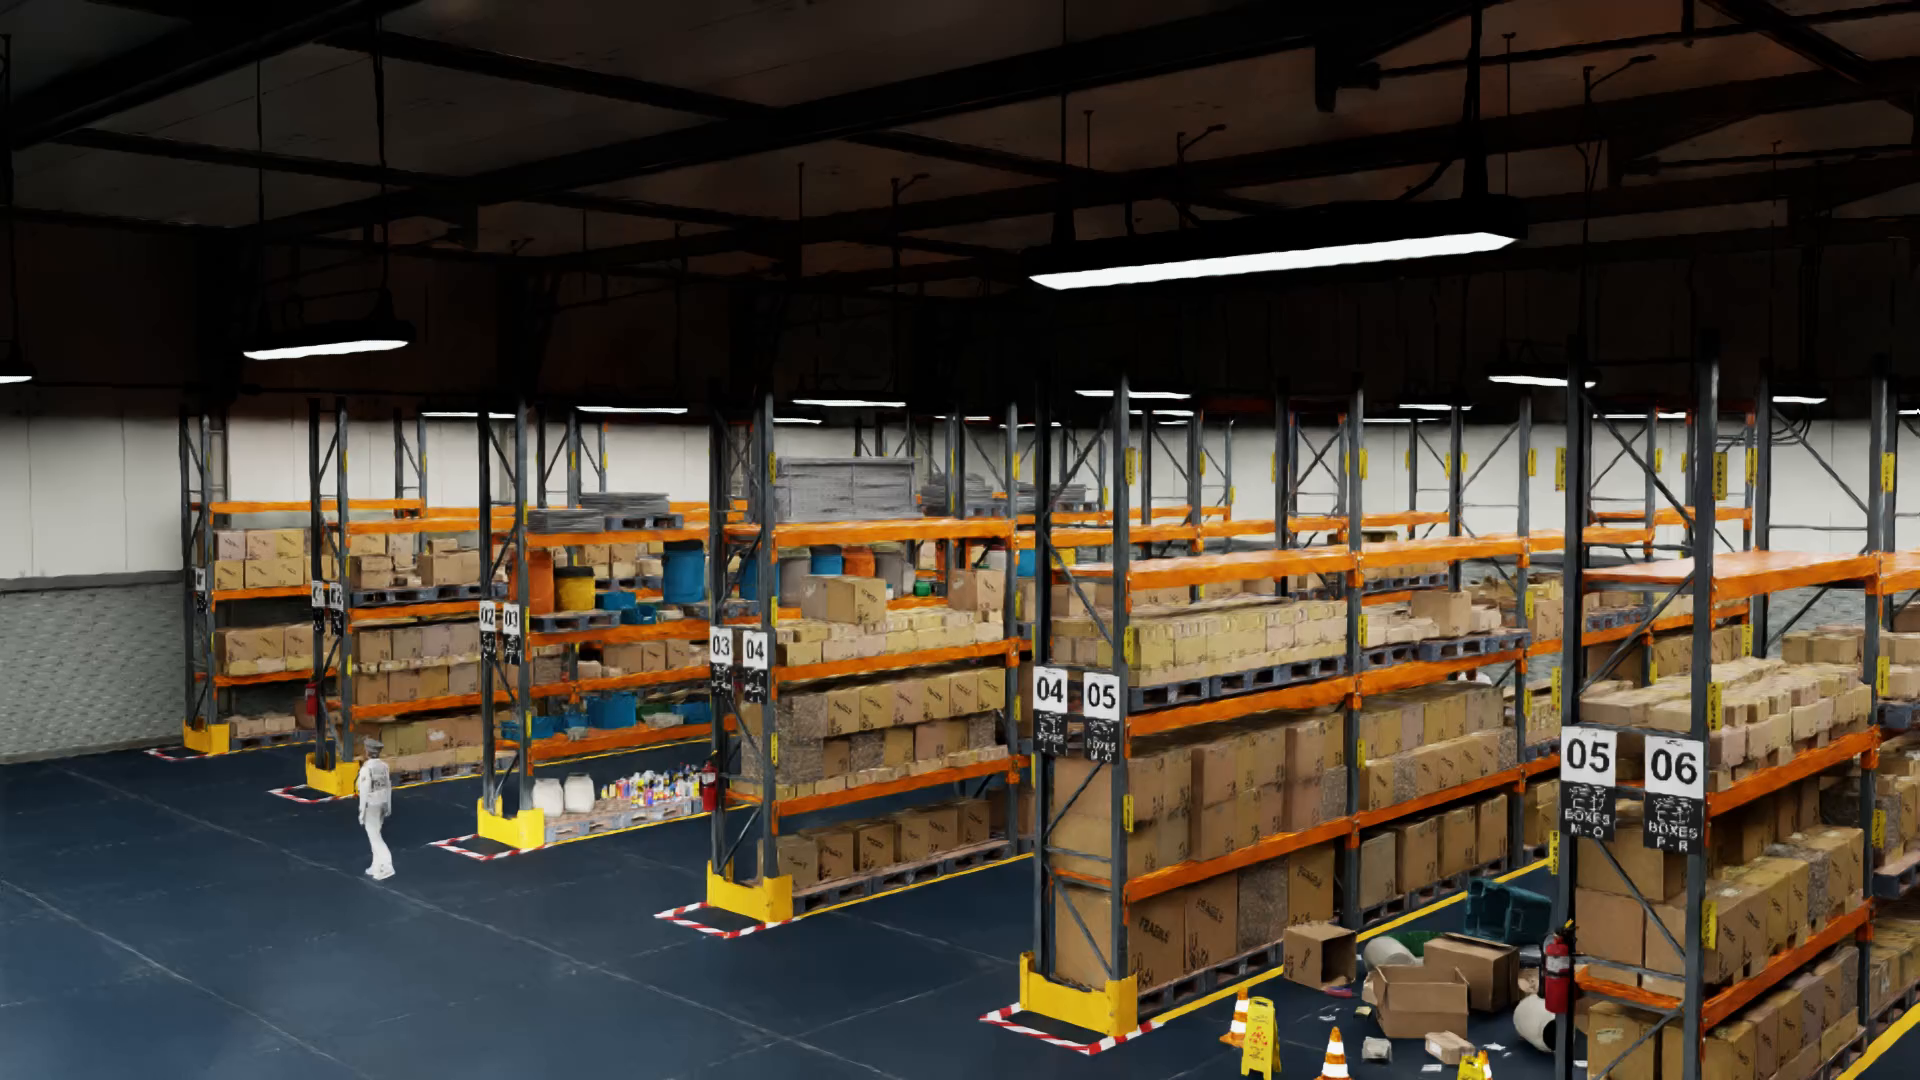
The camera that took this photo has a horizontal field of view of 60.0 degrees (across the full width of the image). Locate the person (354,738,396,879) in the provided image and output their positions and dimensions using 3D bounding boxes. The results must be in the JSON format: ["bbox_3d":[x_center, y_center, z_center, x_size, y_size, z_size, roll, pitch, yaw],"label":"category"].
[{"bbox_3d":[-7.095,3.271,20.285,0.522,1.665,0.569,1,3,16],"label":"person"}]

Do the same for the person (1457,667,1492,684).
[{"bbox_3d":[8.660,2.838,28.069,0.719,1.714,0.578,3,4,42],"label":"person"}]

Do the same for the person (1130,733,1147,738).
[{"bbox_3d":[2.423,3.162,21.645,0.729,1.733,0.546,3,4,42],"label":"person"}]
